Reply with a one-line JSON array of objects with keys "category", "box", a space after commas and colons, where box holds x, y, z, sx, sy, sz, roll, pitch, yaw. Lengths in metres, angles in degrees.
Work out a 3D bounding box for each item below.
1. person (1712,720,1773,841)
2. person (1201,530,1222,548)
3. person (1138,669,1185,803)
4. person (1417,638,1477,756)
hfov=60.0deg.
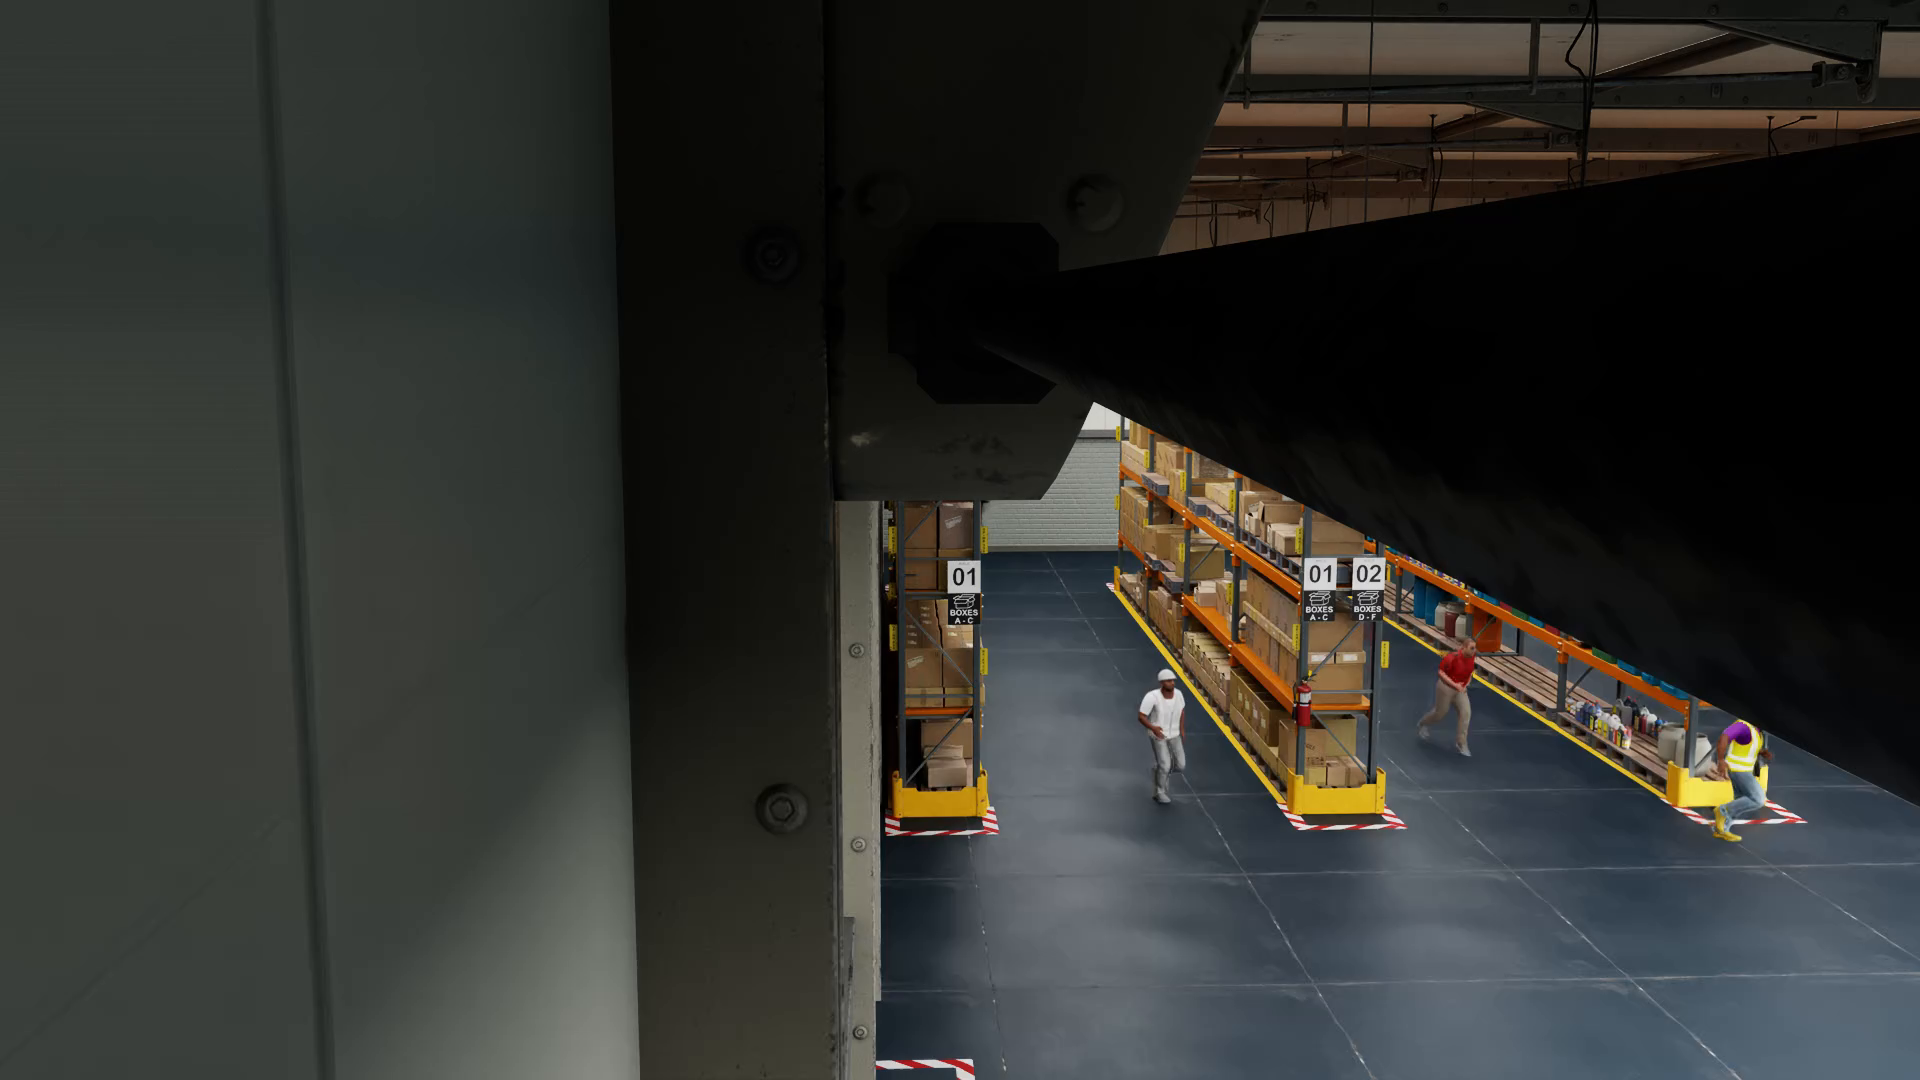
[{"category": "person", "box": [9.195, 2.689, 19.508, 0.589, 1.705, 0.698, 4, 9, 28]}, {"category": "person", "box": [5.502, 0.206, 36.565, 0.616, 1.802, 0.959, -4, 9, -26]}, {"category": "person", "box": [2.587, 2.470, 21.056, 0.718, 1.718, 0.598, -4, 9, -26]}, {"category": "person", "box": [6.918, 2.160, 23.598, 0.703, 1.694, 1.020, -5, 10, -30]}]
